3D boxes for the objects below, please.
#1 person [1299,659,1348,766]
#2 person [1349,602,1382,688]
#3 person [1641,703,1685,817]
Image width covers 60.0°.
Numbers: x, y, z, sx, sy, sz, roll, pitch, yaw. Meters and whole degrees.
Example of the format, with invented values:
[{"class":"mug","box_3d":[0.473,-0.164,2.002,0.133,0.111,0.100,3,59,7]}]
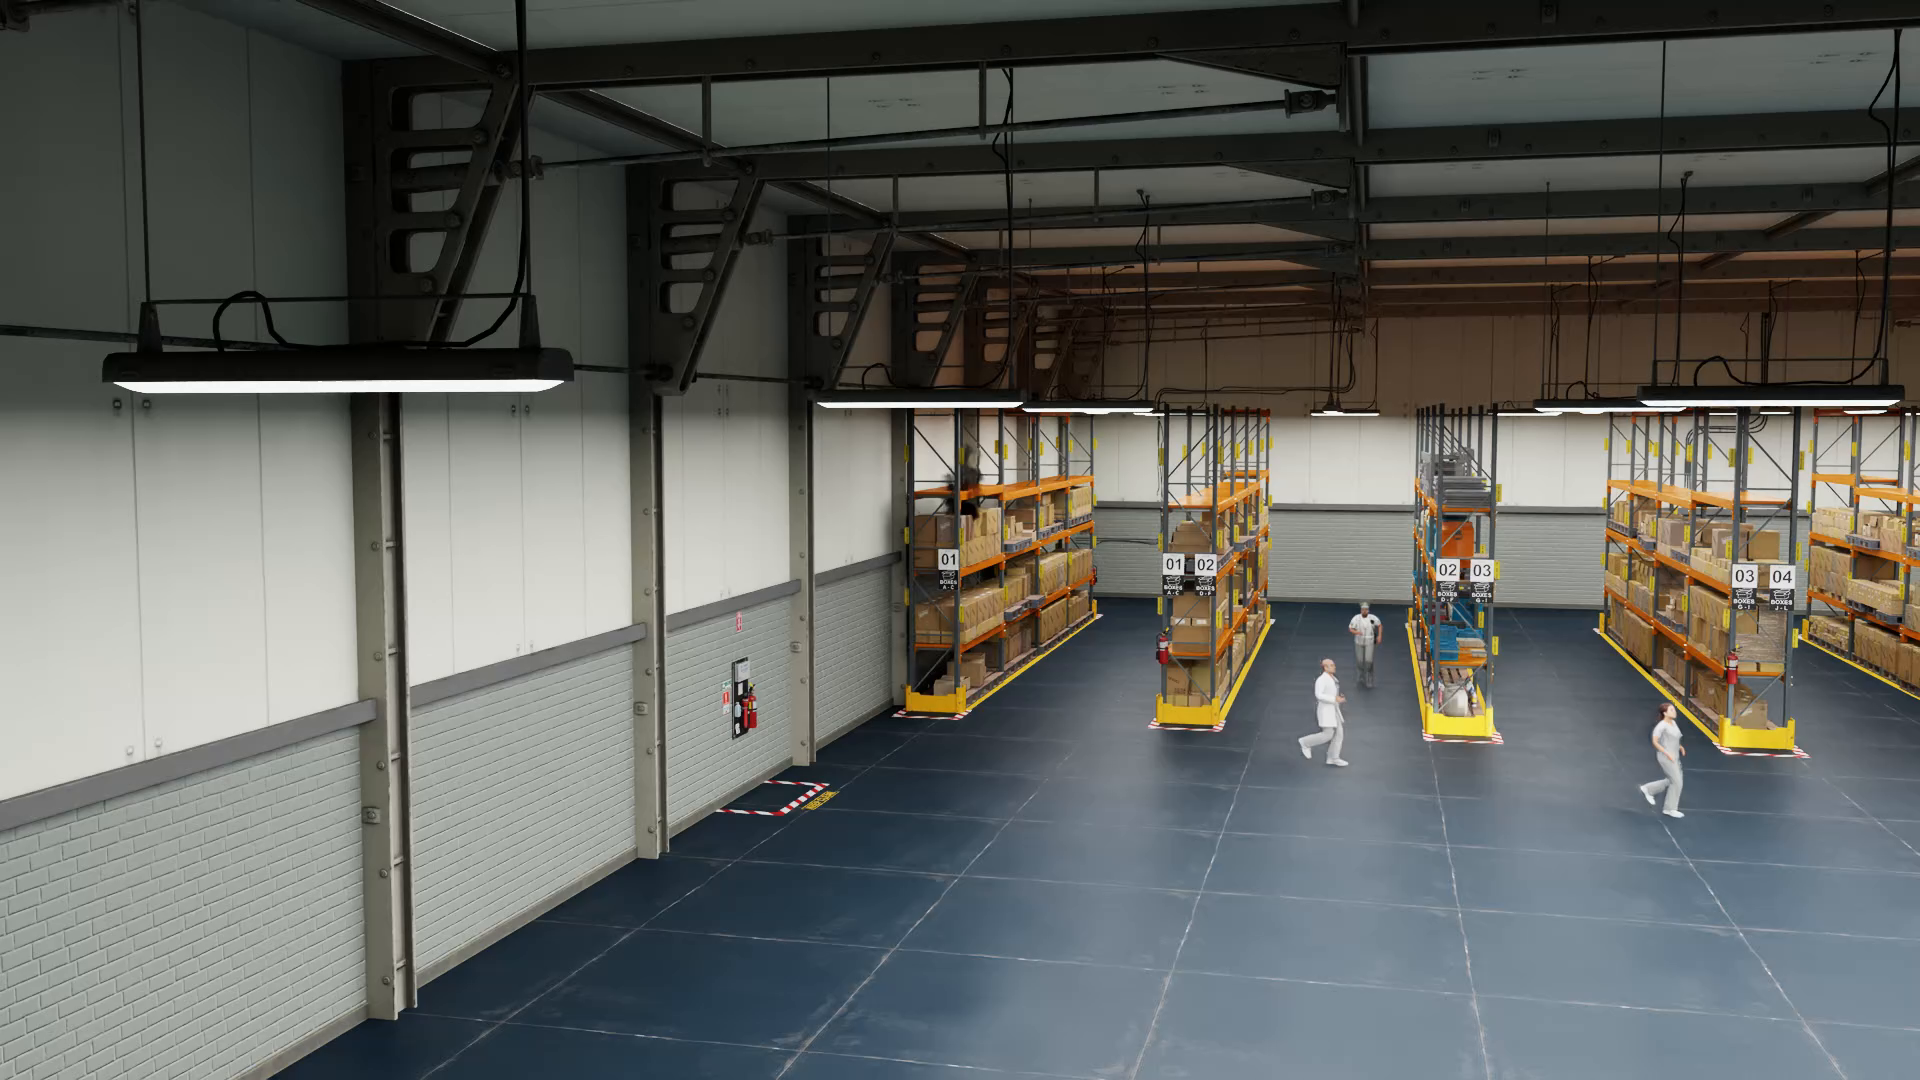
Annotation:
[{"class":"person","box_3d":[6.048,2.846,27.539,0.834,1.728,0.718,3,5,34]},{"class":"person","box_3d":[8.698,2.259,35.717,0.683,1.871,0.783,1,4,15]},{"class":"person","box_3d":[10.195,3.160,24.085,0.627,1.646,0.564,4,6,44]}]
